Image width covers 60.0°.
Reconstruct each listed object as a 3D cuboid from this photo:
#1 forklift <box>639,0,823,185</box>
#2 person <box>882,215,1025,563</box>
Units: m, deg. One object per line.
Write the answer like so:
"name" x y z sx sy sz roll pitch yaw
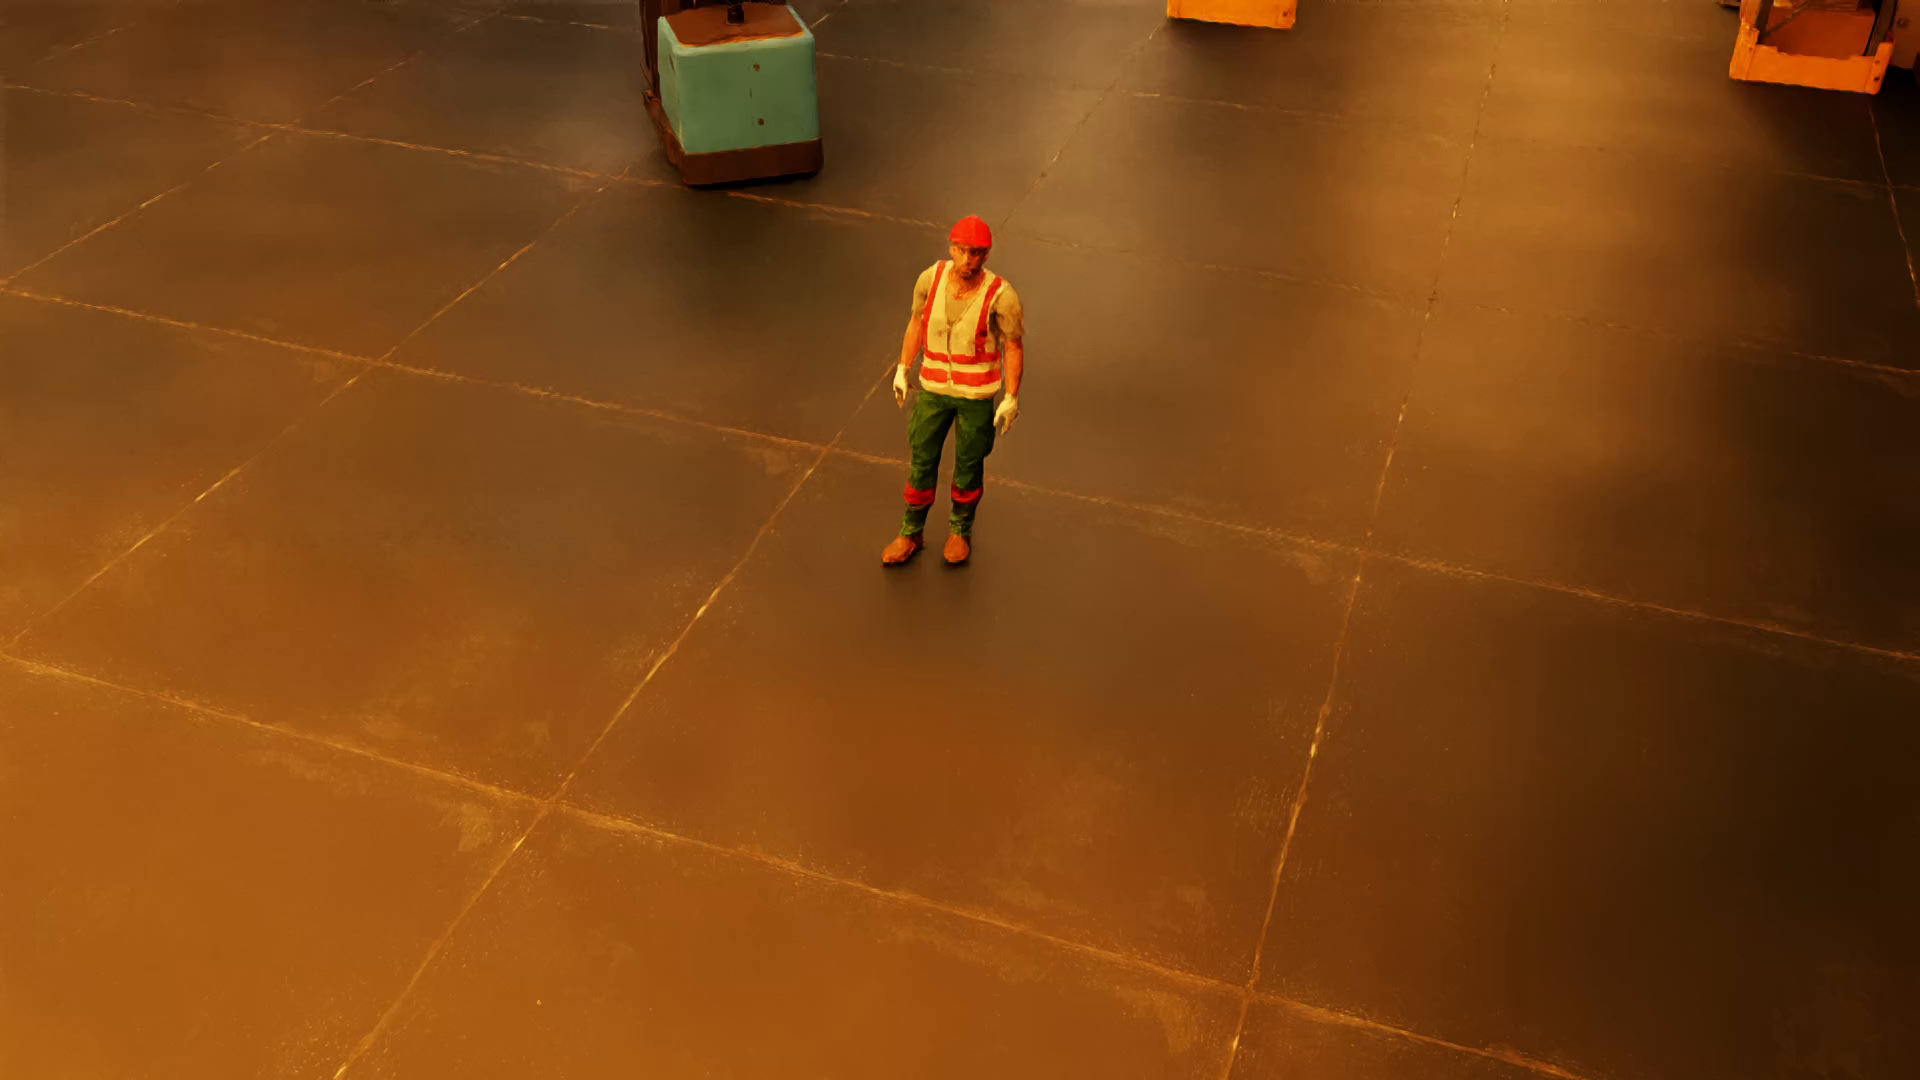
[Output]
"forklift" -1.954 -4.648 12.667 1.130 2.935 3.031 -10 37 -14
"person" -0.037 -0.694 8.065 0.637 1.787 0.563 12 37 16
